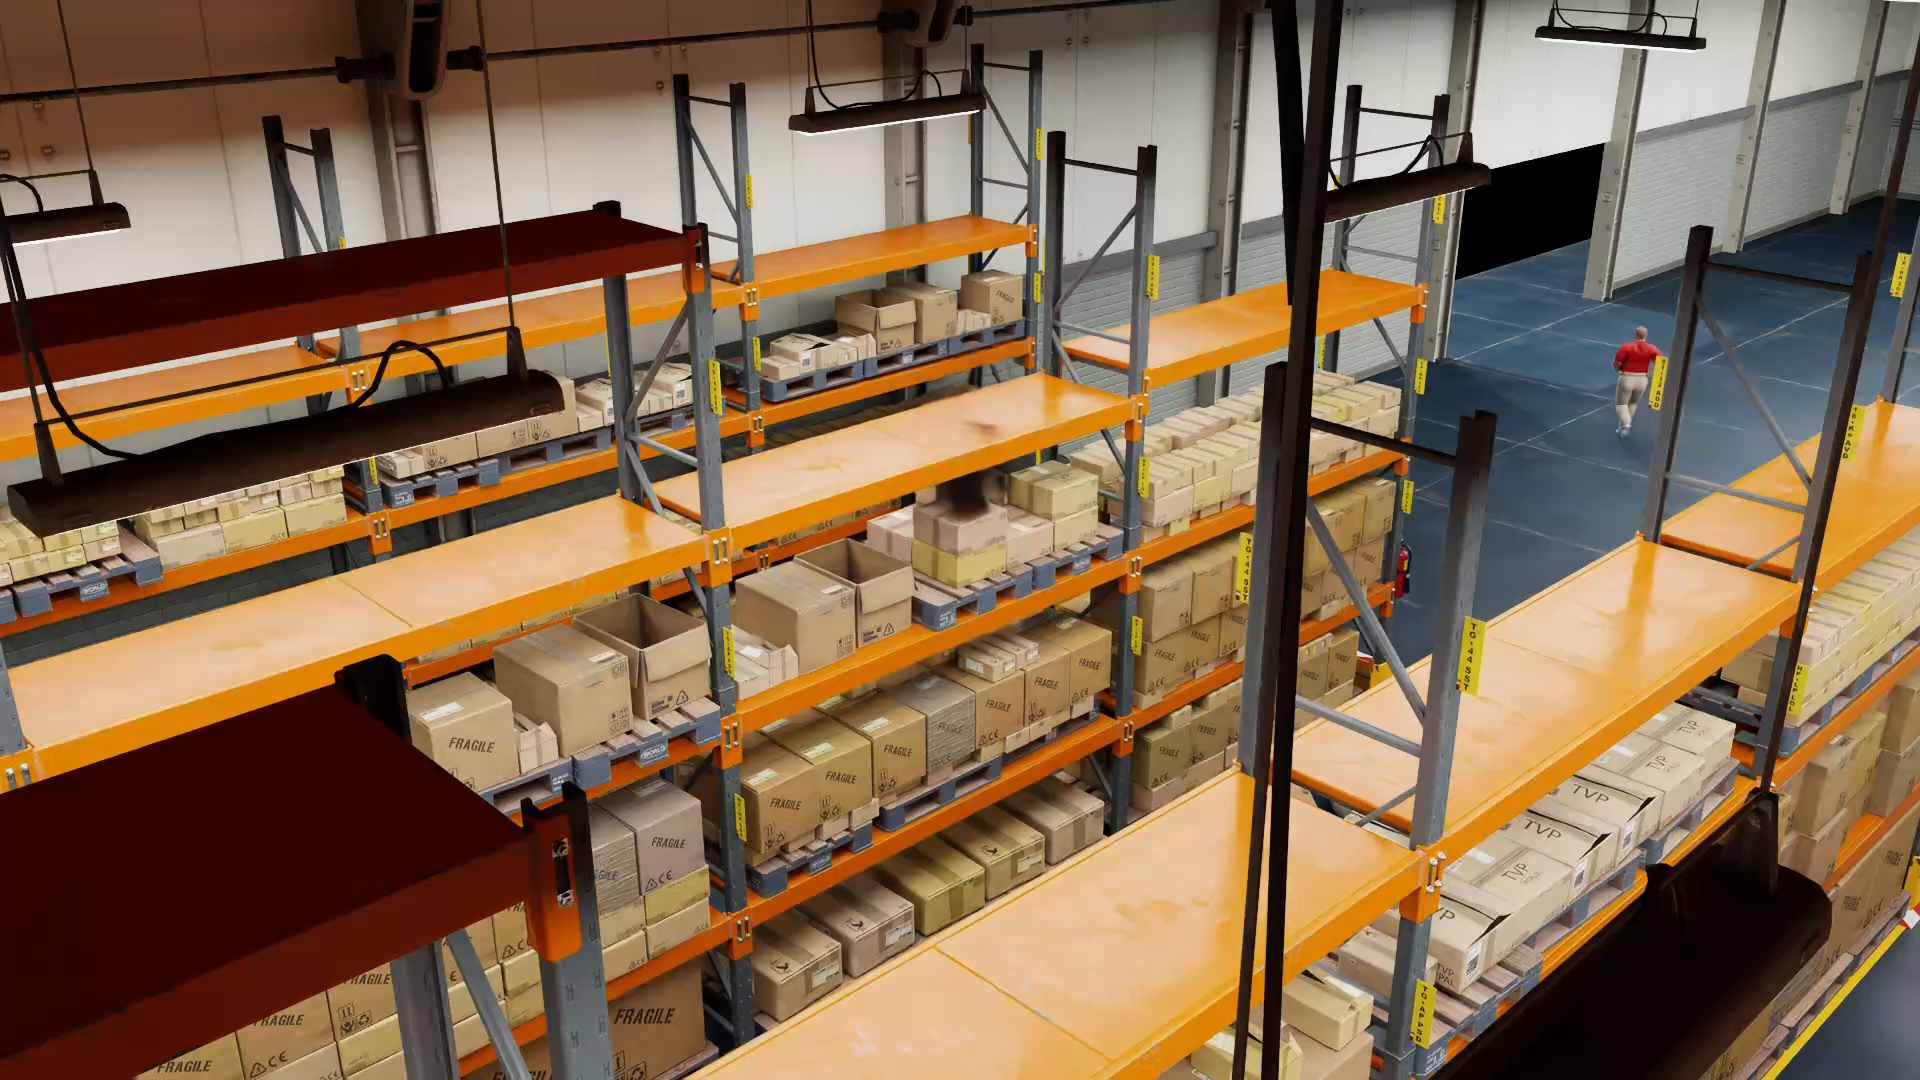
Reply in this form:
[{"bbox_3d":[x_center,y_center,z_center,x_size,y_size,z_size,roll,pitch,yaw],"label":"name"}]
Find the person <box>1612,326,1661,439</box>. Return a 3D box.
[{"bbox_3d":[9.760,-2.258,24.102,0.676,1.711,0.810,2,23,6],"label":"person"}]
